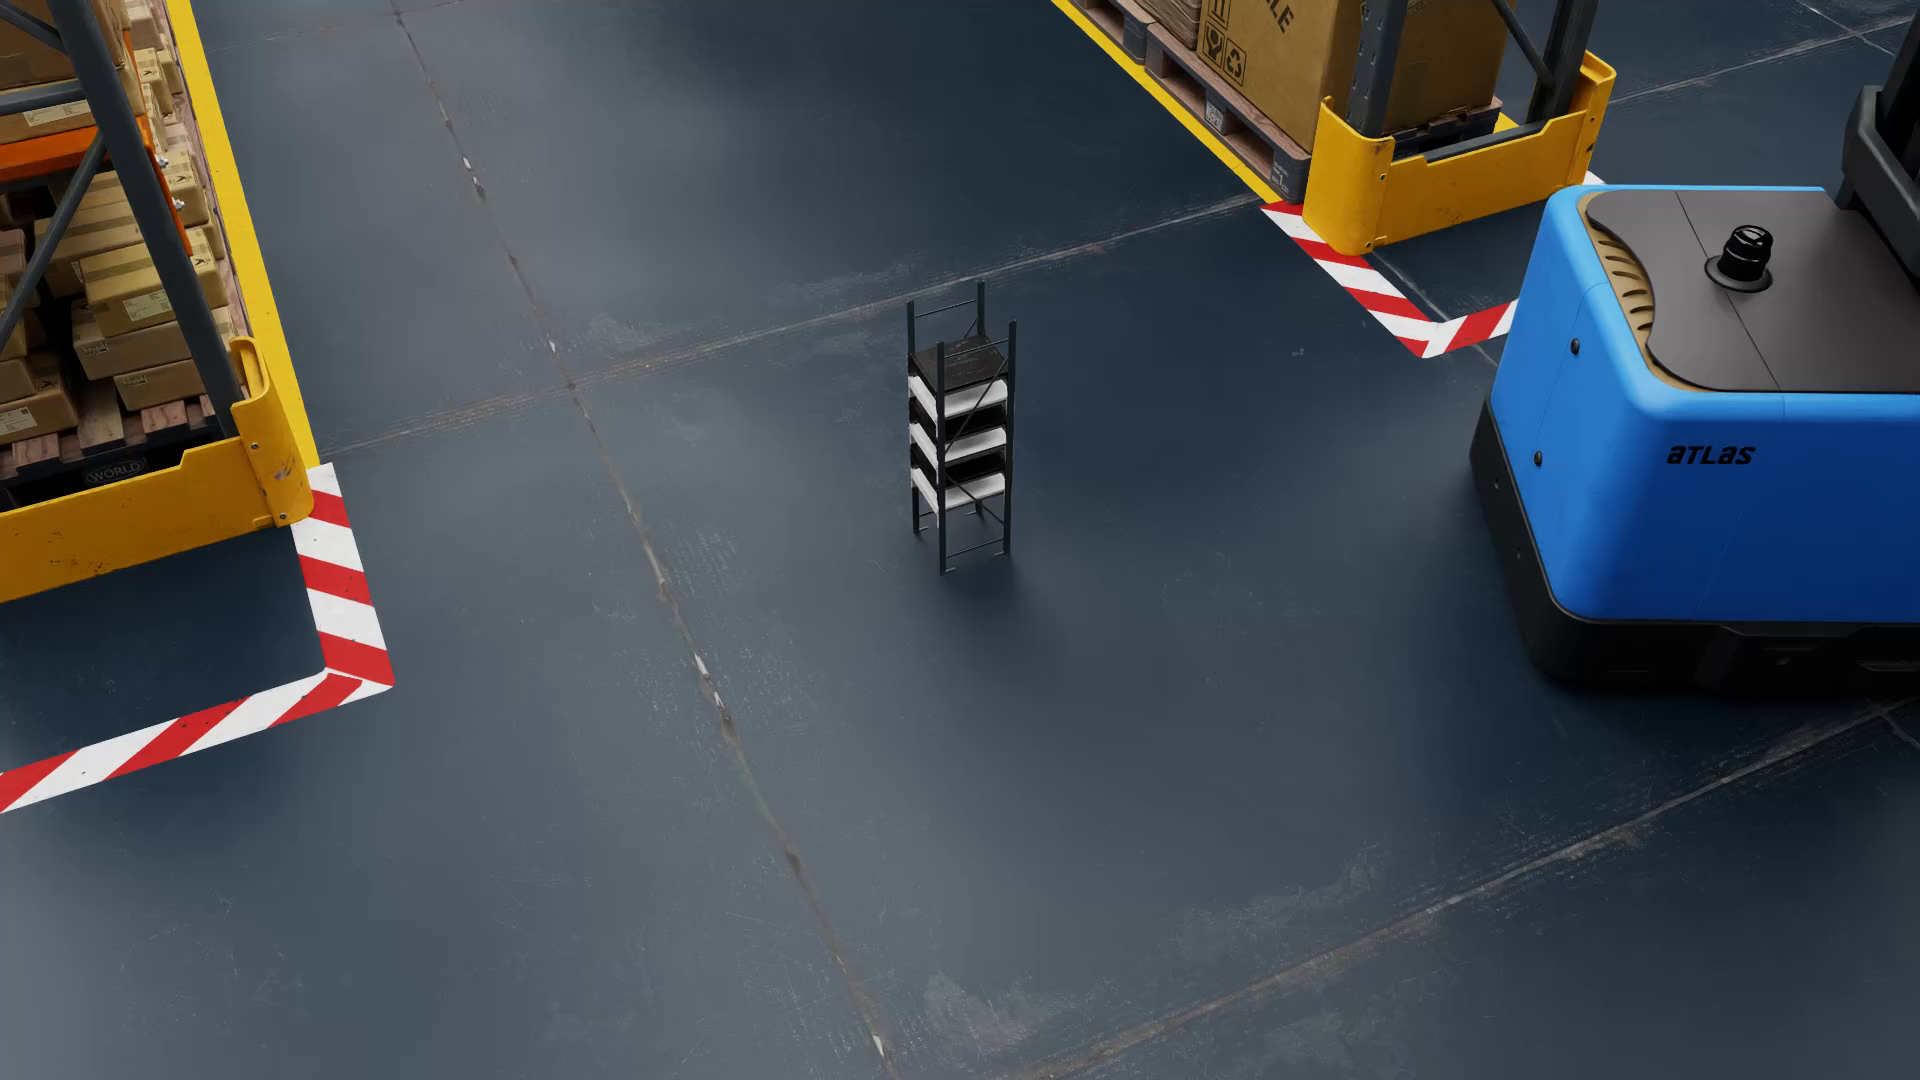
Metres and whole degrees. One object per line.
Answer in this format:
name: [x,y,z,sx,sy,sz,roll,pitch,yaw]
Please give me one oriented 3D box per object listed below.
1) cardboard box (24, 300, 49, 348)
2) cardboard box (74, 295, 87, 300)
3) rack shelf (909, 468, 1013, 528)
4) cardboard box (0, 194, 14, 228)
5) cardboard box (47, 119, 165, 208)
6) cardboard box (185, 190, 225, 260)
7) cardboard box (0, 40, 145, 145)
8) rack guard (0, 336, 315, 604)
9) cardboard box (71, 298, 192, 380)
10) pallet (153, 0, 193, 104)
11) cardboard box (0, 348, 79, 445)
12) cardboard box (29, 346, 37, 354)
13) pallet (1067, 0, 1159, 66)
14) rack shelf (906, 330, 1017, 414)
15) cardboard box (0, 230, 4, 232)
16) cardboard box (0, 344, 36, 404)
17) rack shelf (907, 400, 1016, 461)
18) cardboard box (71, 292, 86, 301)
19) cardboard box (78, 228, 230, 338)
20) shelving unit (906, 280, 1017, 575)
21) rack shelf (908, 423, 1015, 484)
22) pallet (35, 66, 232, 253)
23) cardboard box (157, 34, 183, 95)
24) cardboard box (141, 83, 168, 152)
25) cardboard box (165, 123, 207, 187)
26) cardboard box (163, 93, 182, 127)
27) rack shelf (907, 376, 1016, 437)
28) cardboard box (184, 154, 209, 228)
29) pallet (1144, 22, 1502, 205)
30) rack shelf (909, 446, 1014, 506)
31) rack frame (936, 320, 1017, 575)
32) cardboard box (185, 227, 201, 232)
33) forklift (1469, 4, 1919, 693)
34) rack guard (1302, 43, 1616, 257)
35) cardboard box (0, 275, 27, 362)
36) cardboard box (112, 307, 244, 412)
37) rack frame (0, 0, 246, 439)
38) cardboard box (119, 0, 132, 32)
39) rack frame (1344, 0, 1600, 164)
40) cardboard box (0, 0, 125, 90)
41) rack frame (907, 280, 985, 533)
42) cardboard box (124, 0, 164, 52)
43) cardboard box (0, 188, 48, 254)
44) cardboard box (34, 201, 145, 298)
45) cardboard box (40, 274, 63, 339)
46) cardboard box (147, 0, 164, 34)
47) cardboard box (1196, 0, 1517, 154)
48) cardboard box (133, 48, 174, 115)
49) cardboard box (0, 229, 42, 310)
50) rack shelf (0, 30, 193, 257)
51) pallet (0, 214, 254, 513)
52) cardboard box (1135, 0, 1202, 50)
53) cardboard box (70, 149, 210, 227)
cardboard box: [-3.171,-0.707,5.350,0.380,0.149,0.250,-19,48,-18]
cardboard box: [-2.743,-0.737,5.592,0.380,0.149,0.250,-18,47,-18]
rack shelf: [0.003,-0.163,5.079,0.258,0.077,0.200,-18,47,-17]
cardboard box: [-3.410,-1.129,5.566,0.380,0.149,0.250,-20,48,-19]
cardboard box: [-2.935,-1.284,5.723,0.380,0.149,0.250,-20,48,-19]
cardboard box: [-2.862,-1.089,5.949,0.380,0.149,0.250,-17,47,-17]
cardboard box: [-2.468,-1.245,4.555,0.380,0.149,0.250,-18,48,-18]
rack guard: [-2.661,-0.190,5.087,1.175,0.500,0.348,-18,47,-17]
cardboard box: [-2.616,-0.682,5.324,0.380,0.149,0.250,-16,47,-16]
pallet: [-3.996,-2.170,7.299,1.003,0.211,1.213,-18,47,-17]
cardboard box: [-3.039,-0.440,5.291,0.380,0.149,0.250,-17,47,-17]
cardboard box: [-3.239,-0.574,5.427,0.380,0.149,0.250,-17,47,-16]
pallet: [0.998,-2.702,7.838,1.003,0.211,1.213,-18,47,-17]
rack shelf: [0.003,-0.484,4.762,0.258,0.077,0.200,-18,47,-17]
cardboard box: [-3.330,-0.855,5.500,0.380,0.149,0.250,-20,48,-19]
cardboard box: [-3.110,-0.524,5.165,0.380,0.149,0.250,-19,48,-18]
rack shelf: [0.003,-0.355,4.889,0.258,0.077,0.200,-18,47,-17]
cardboard box: [-2.854,-0.894,5.751,0.380,0.149,0.250,-18,47,-17]
cardboard box: [-2.541,-0.812,5.245,0.380,0.149,0.250,-20,48,-19]
shelving unit: [0.003,-0.315,4.929,0.258,0.900,0.210,-18,47,-17]
rack shelf: [0.003,-0.291,4.952,0.258,0.077,0.200,-18,47,-17]
pallet: [-3.479,-1.392,6.510,1.003,0.211,1.213,-18,47,-17]
cardboard box: [-3.401,-1.906,6.777,0.380,0.149,0.250,-18,47,-17]
cardboard box: [-3.043,-1.464,5.905,0.380,0.149,0.250,-16,47,-16]
cardboard box: [-3.081,-1.408,6.272,0.380,0.149,0.250,-20,48,-19]
cardboard box: [-3.221,-1.577,6.443,0.380,0.149,0.250,-18,47,-17]
rack shelf: [0.003,-0.420,4.826,0.258,0.077,0.200,-18,47,-17]
cardboard box: [-2.873,-1.198,5.848,0.380,0.149,0.250,-17,47,-16]
pallet: [1.507,-1.926,7.051,1.003,0.211,1.213,-18,47,-17]
rack shelf: [0.003,-0.227,5.015,0.258,0.077,0.200,-18,47,-17]
rack frame: [0.046,-0.250,4.863,0.240,0.900,0.006,-18,47,-17]
cardboard box: [-2.680,-0.873,5.518,0.380,0.149,0.250,-18,47,-18]
forklift: [3.169,-0.947,4.123,3.031,2.935,1.130,1,45,1]
rack guard: [1.924,-1.527,6.442,1.175,0.500,0.348,-18,47,-17]
cardboard box: [-3.081,-0.641,5.071,0.380,0.149,0.250,-18,47,-17]
cardboard box: [-2.559,-0.595,5.448,0.380,0.149,0.250,-17,47,-17]
rack frame: [-2.629,-1.032,4.160,1.000,3.000,0.127,-18,47,-17]
cardboard box: [-2.677,-1.583,4.897,0.380,0.149,0.250,-19,48,-19]
rack frame: [1.914,-2.432,5.579,1.000,3.000,0.127,-18,47,-17]
cardboard box: [-2.567,-1.541,4.393,0.500,0.500,0.500,-16,47,-16]
rack frame: [-0.039,-0.380,4.994,0.240,0.900,0.006,-18,47,-17]
cardboard box: [-3.310,-1.968,6.416,0.380,0.149,0.250,-20,48,-19]
cardboard box: [-3.349,-1.057,5.704,0.380,0.149,0.250,-19,48,-18]
cardboard box: [-2.766,-0.952,5.387,0.380,0.149,0.250,-17,47,-17]
cardboard box: [-3.272,-0.768,5.623,0.380,0.149,0.250,-18,47,-18]
cardboard box: [-3.634,-2.226,7.102,0.380,0.149,0.250,-20,48,-19]
cardboard box: [1.572,-2.209,6.567,0.875,0.875,0.875,-18,47,-17]
cardboard box: [-3.112,-1.645,6.089,0.380,0.149,0.250,-17,47,-17]
cardboard box: [-3.135,-0.818,5.250,0.380,0.149,0.250,-17,47,-17]
rack shelf: [-3.470,-2.050,5.704,1.077,0.370,4.000,-18,47,-17]
pallet: [-2.970,-0.616,5.724,1.003,0.211,1.213,-18,47,-17]
cardboard box: [1.190,-2.789,7.155,0.875,0.875,0.875,-18,47,-17]
cardboard box: [-2.756,-1.151,5.588,0.380,0.149,0.250,-18,47,-18]
